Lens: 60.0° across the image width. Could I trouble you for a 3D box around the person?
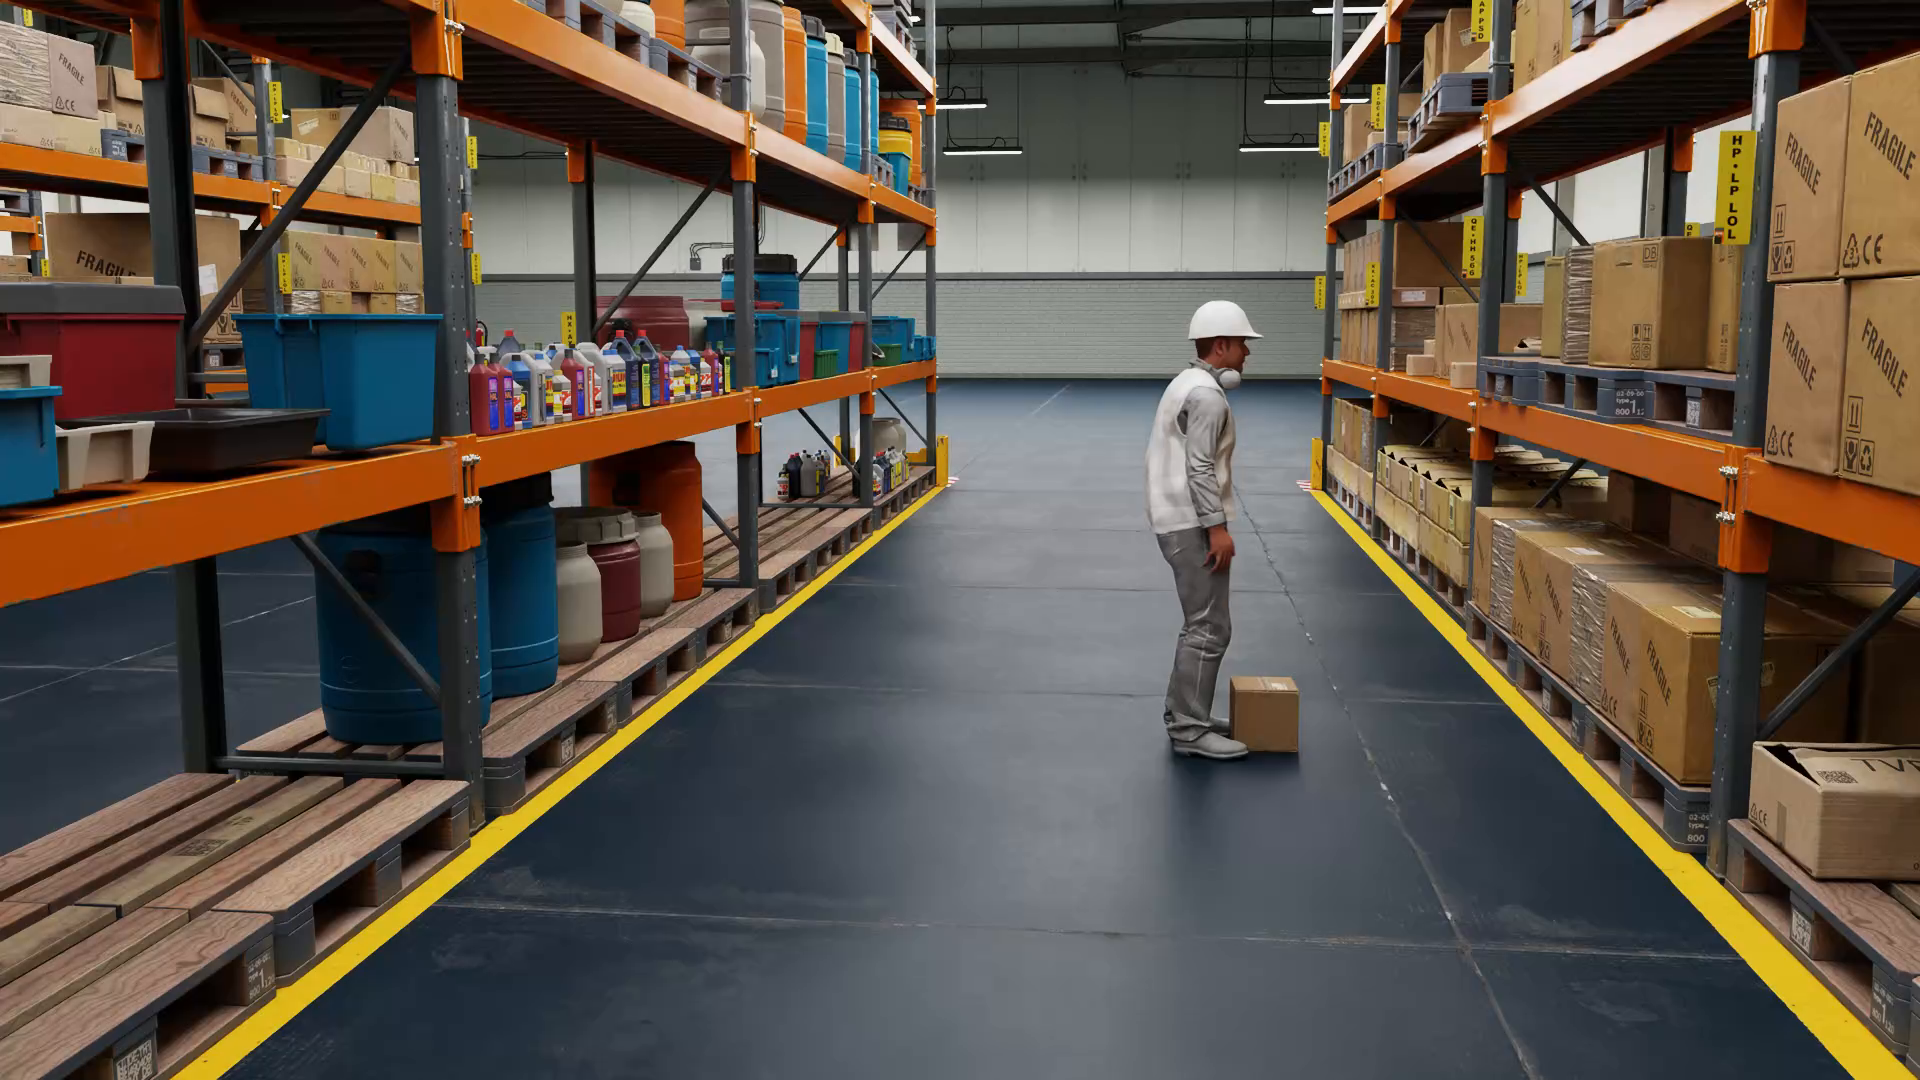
[{"bbox_3d":[0.965,-0.057,6.627,0.457,1.770,0.593,0,8,3],"label":"person"}]
